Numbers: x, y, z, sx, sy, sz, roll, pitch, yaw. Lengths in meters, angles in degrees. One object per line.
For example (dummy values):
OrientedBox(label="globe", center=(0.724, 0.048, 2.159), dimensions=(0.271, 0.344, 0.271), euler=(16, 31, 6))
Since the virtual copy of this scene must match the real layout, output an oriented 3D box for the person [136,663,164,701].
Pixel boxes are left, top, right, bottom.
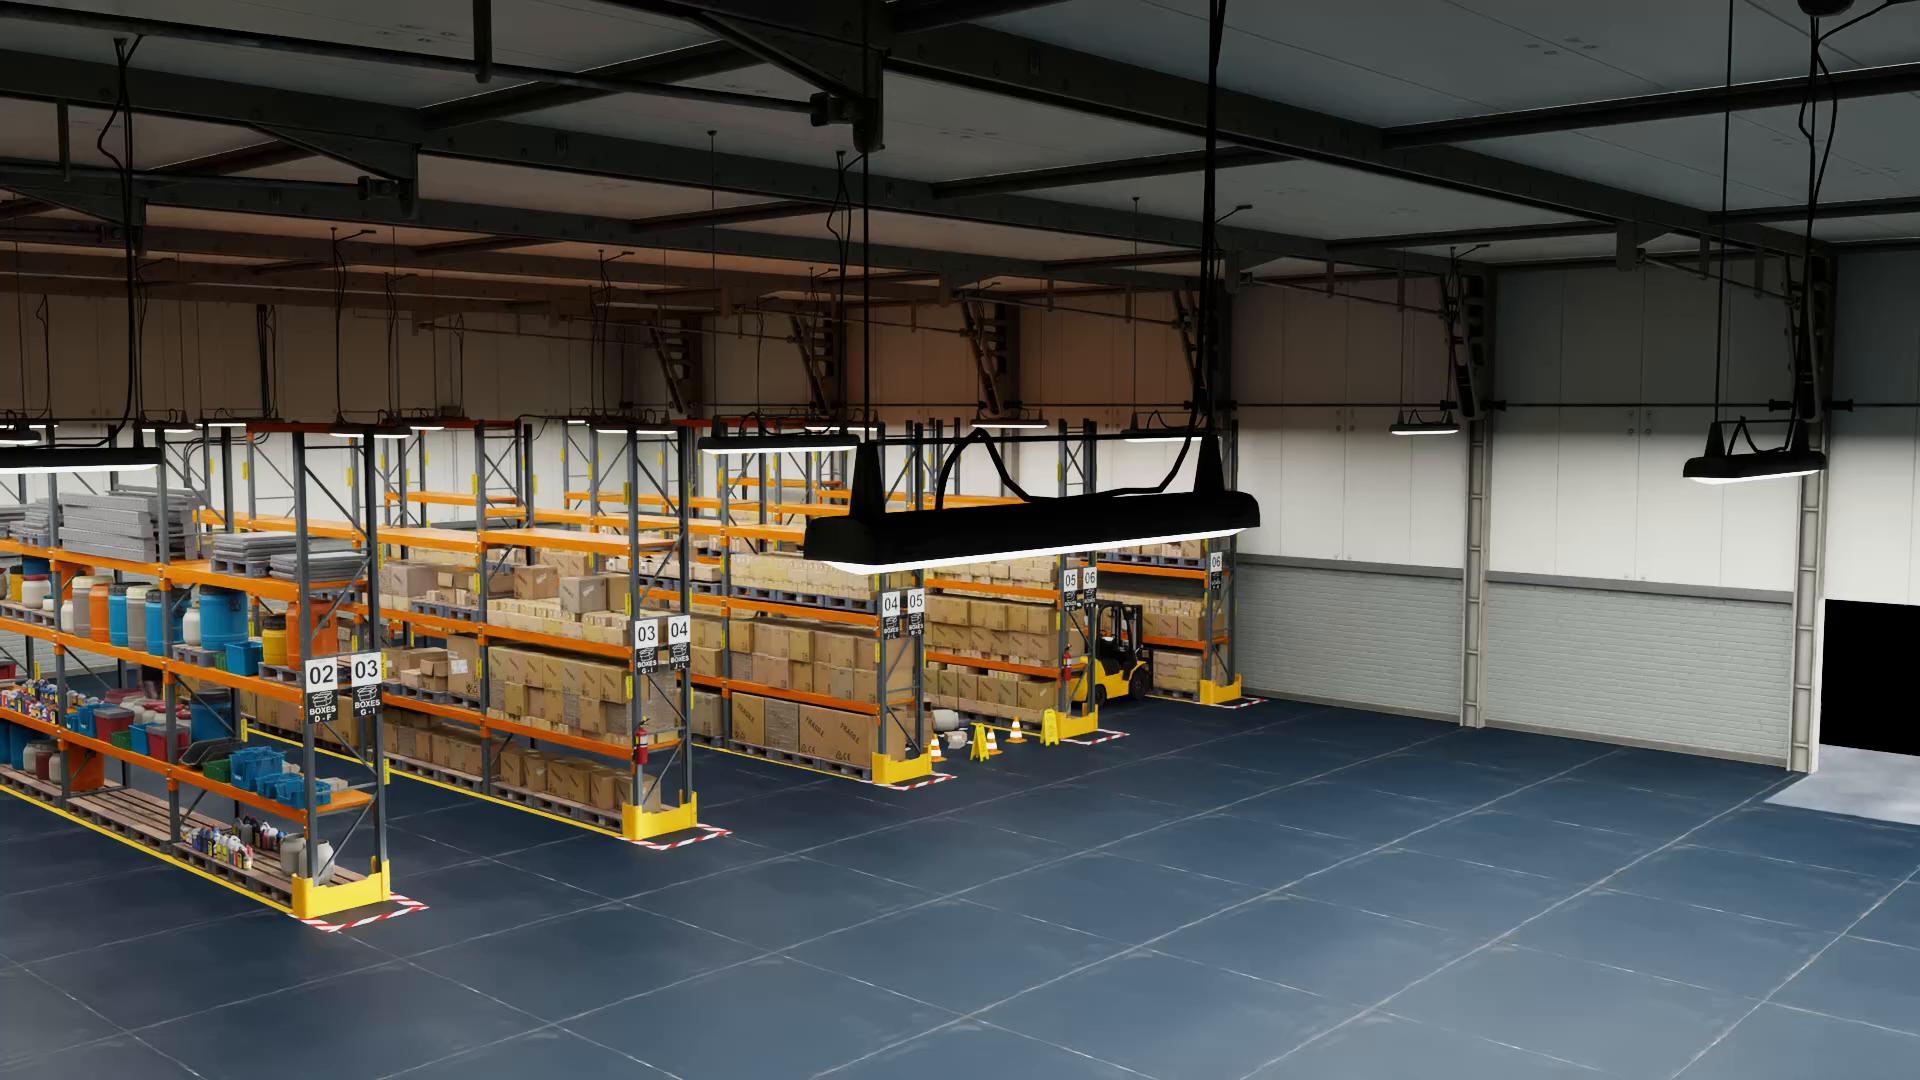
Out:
OrientedBox(label="person", center=(-16.007, 2.786, 33.055), dimensions=(1.068, 1.665, 0.627), euler=(4, 6, 40))
